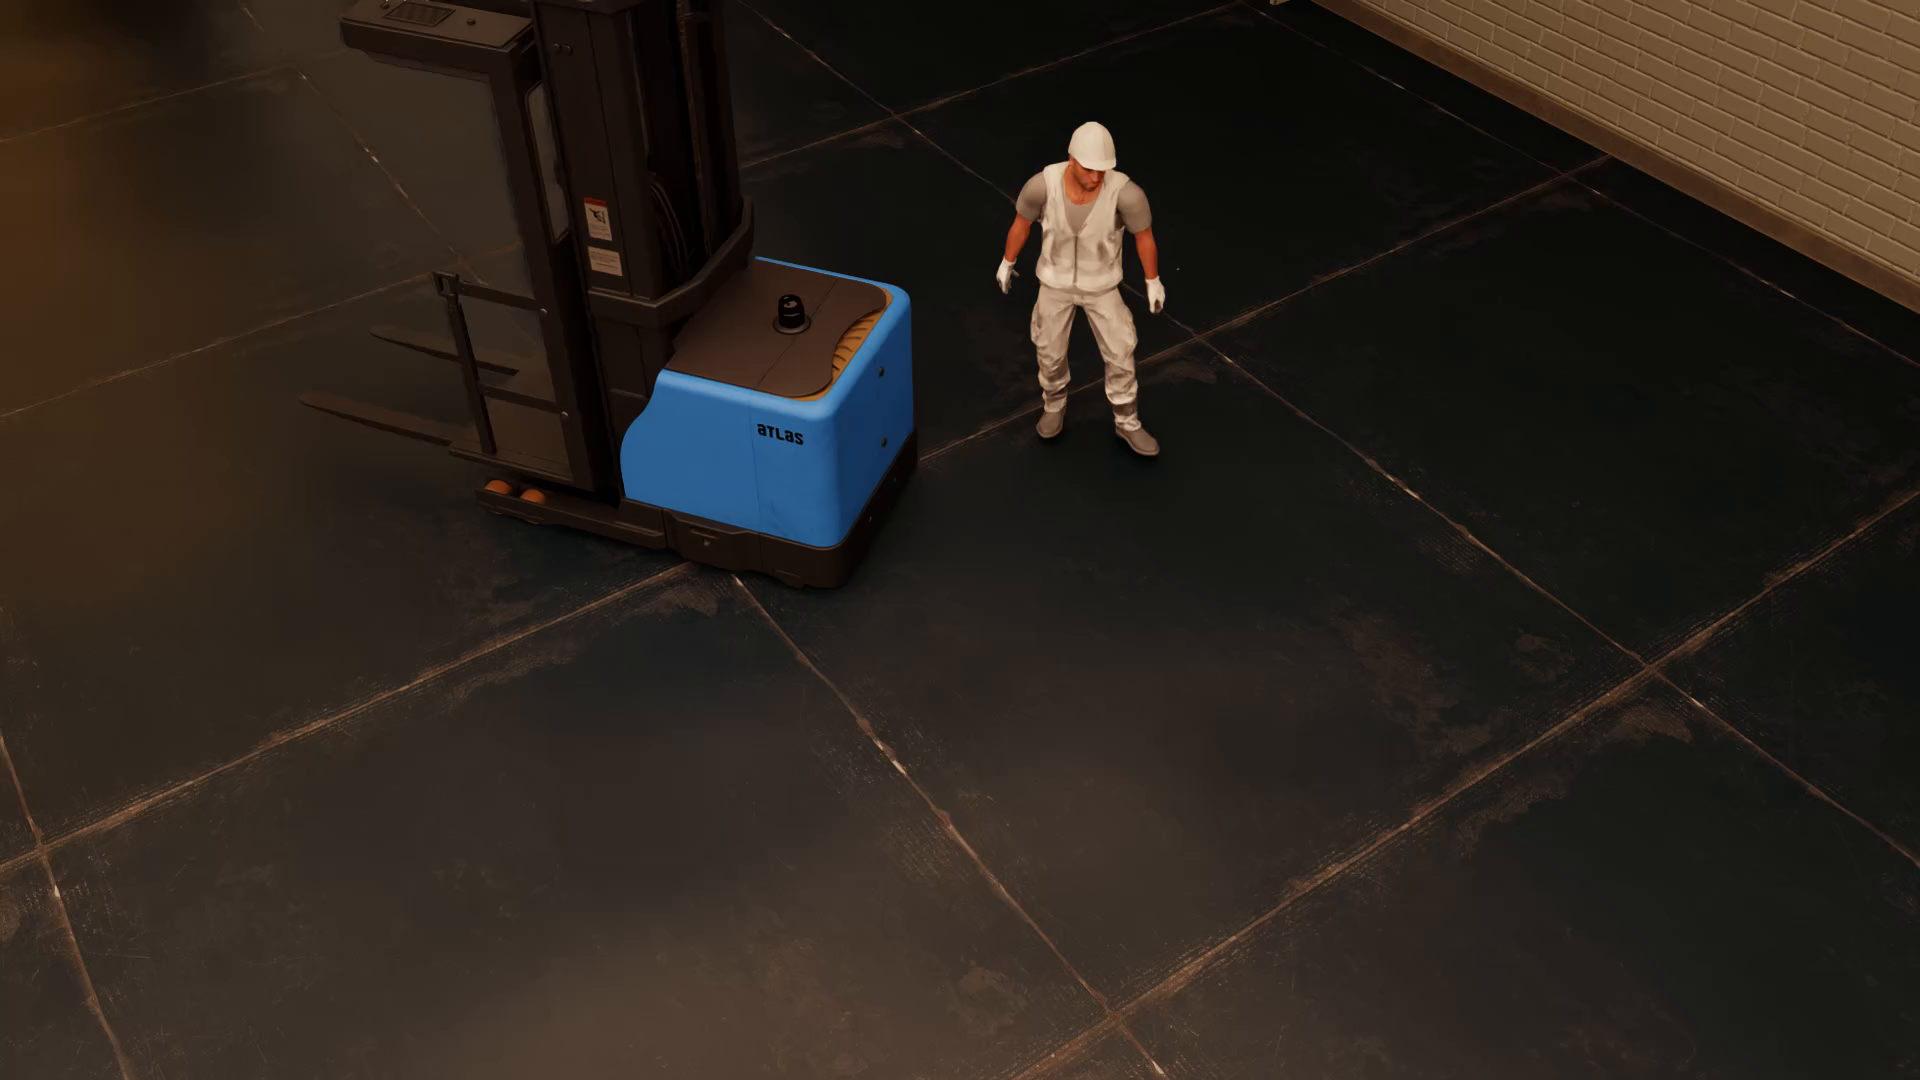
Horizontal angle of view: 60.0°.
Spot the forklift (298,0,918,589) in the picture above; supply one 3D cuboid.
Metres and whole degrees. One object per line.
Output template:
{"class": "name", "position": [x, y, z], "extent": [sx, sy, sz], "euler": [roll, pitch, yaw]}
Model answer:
{"class": "forklift", "position": [-1.781, -1.475, 7.316], "extent": [3.031, 2.935, 1.130], "euler": [14, 45, 15]}

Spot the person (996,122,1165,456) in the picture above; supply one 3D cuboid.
{"class": "person", "position": [0.582, -1.187, 7.821], "extent": [0.865, 1.748, 0.428], "euler": [7, 43, 7]}
